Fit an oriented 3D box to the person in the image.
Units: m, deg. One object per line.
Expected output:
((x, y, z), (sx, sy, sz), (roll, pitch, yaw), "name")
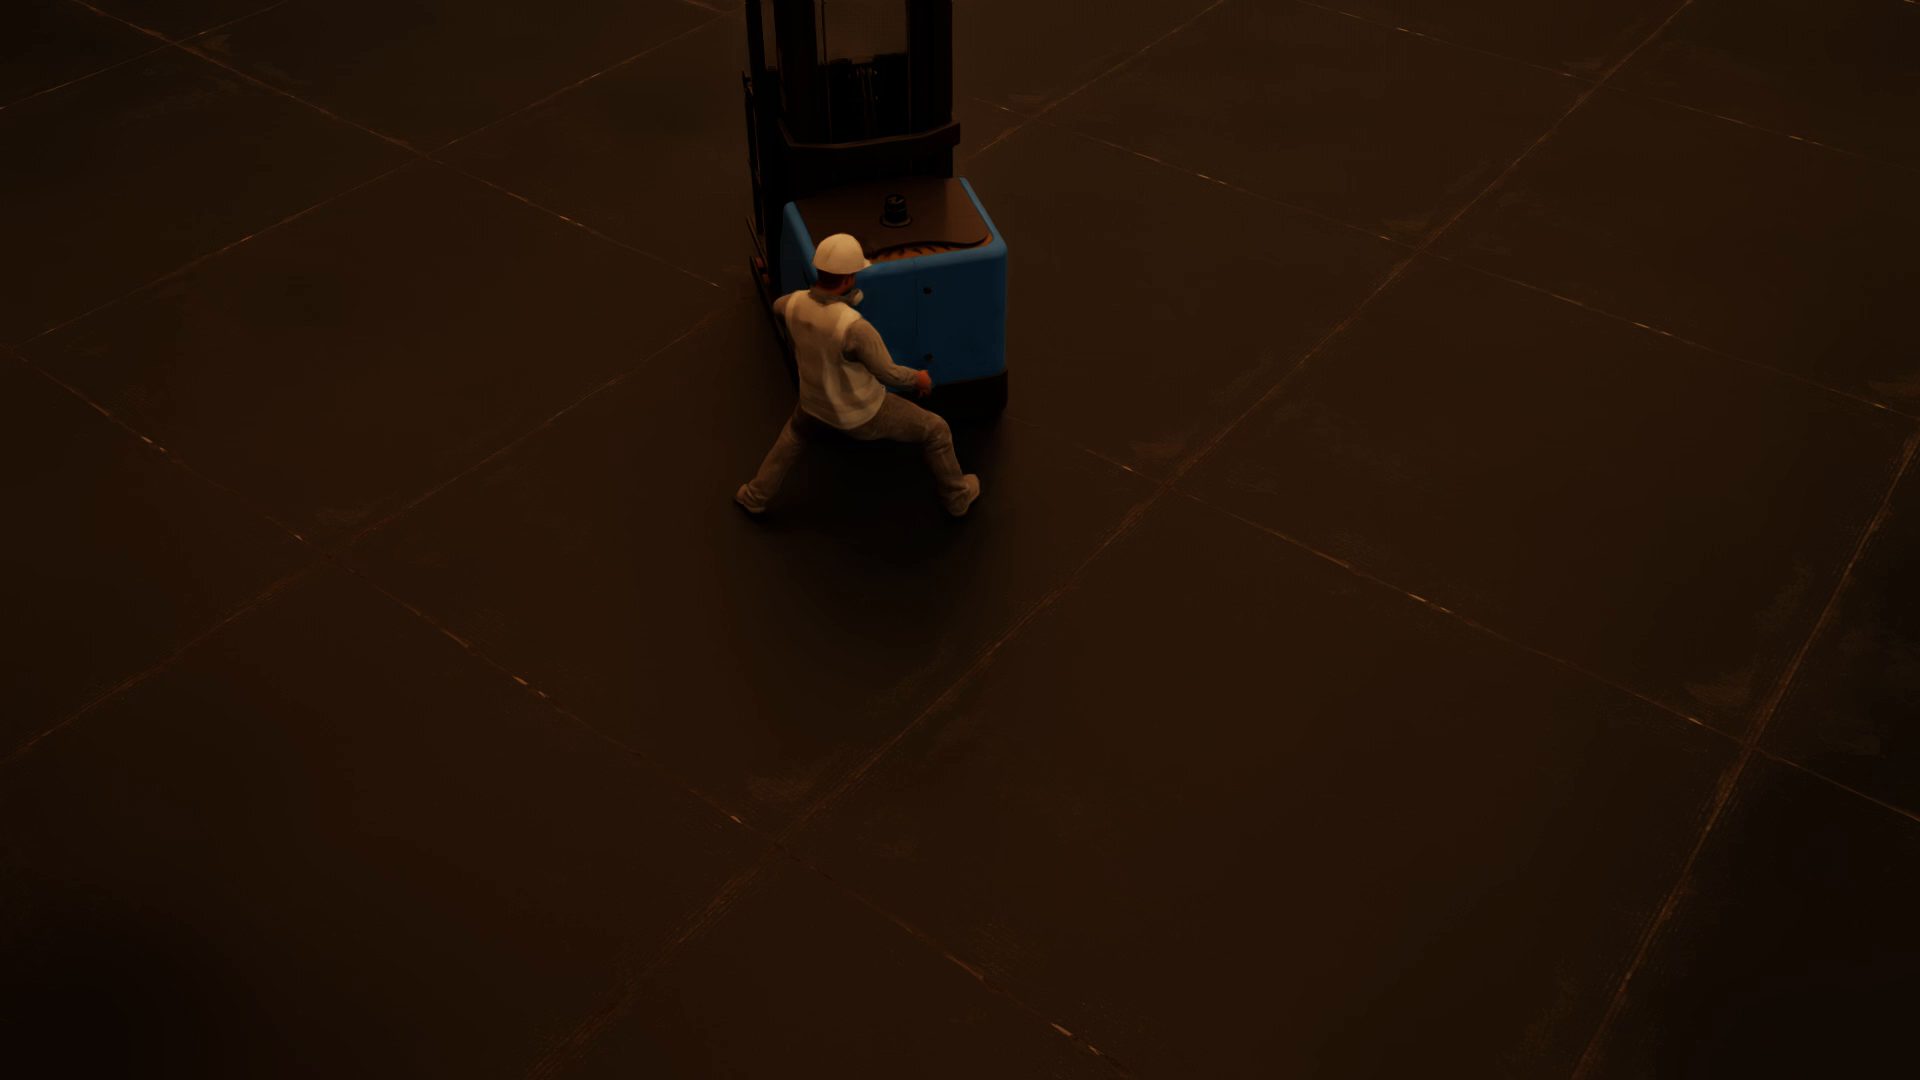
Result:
((-0.529, -0.805, 8.082), (1.052, 1.619, 0.952), (29, 48, 30), "person")

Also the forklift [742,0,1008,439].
((-0.646, -2.617, 9.144), (1.130, 2.935, 3.031), (-11, 42, -12), "forklift")
